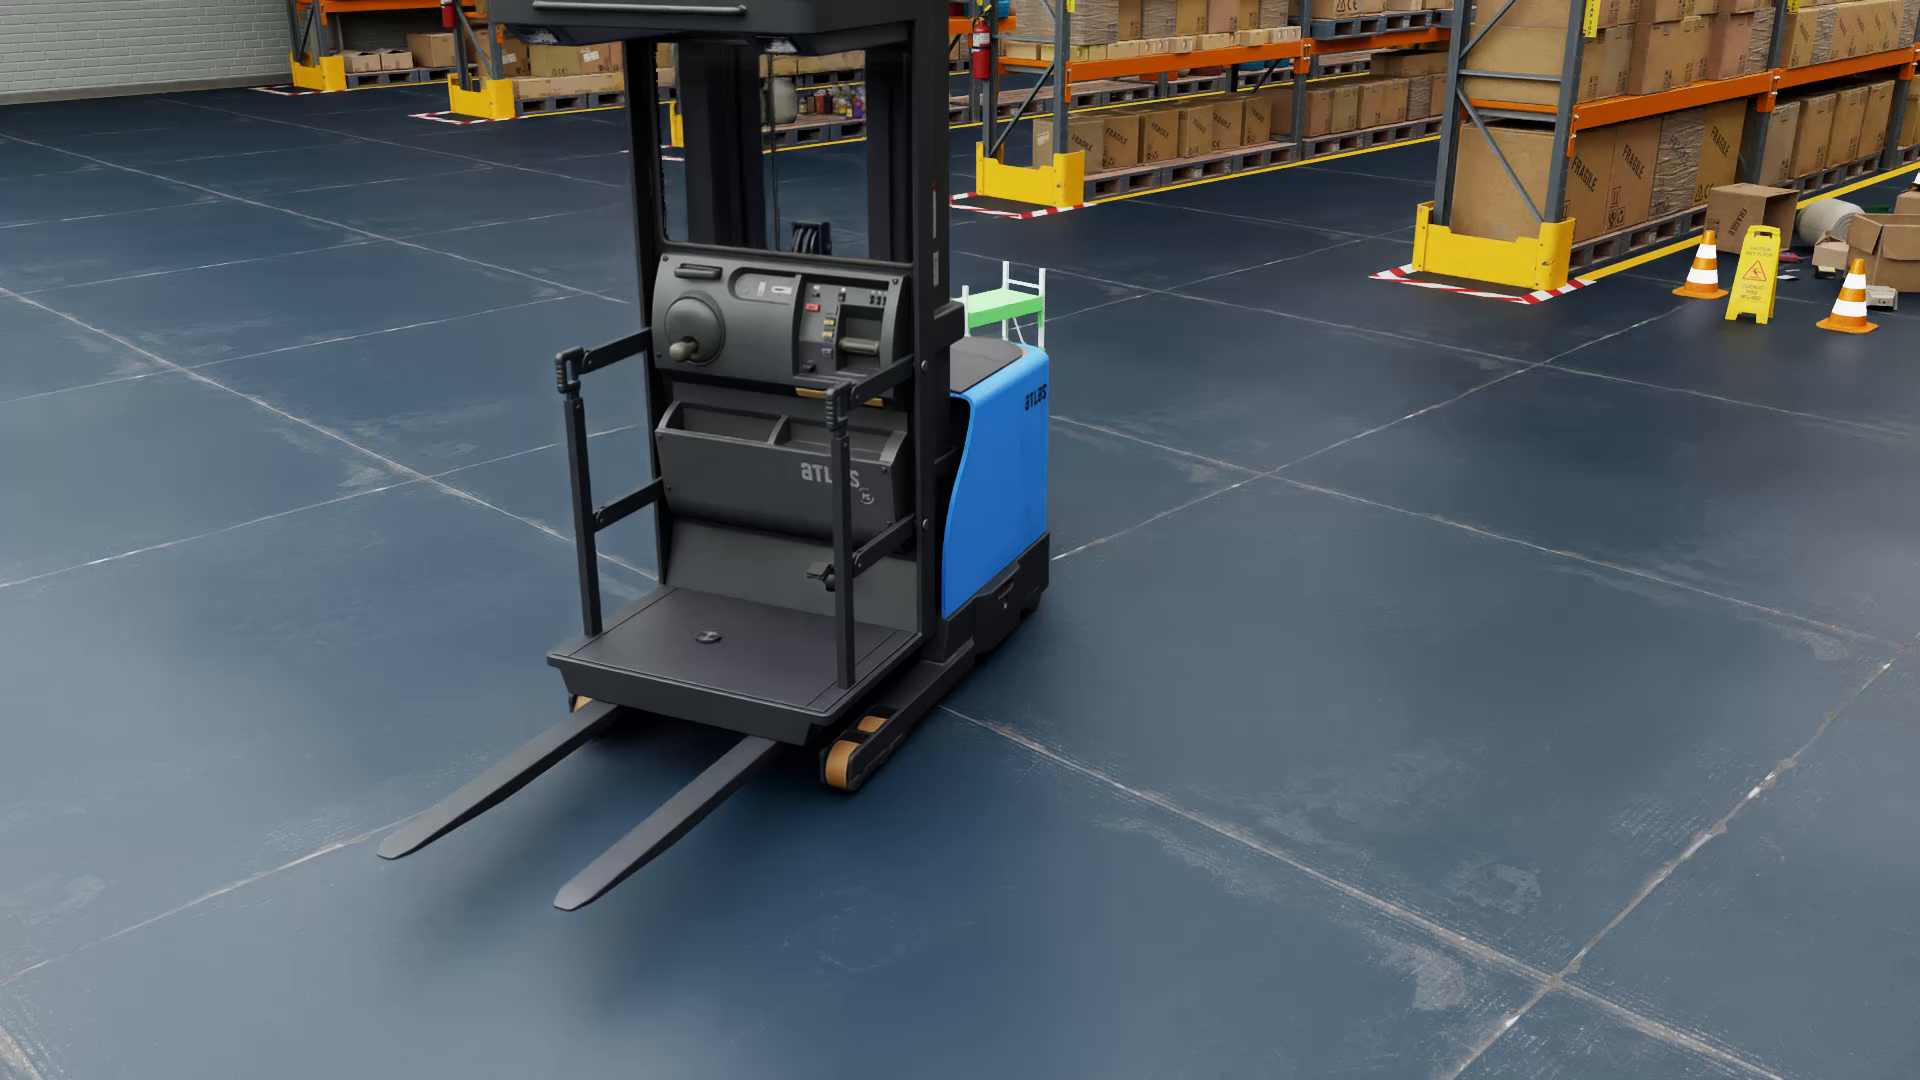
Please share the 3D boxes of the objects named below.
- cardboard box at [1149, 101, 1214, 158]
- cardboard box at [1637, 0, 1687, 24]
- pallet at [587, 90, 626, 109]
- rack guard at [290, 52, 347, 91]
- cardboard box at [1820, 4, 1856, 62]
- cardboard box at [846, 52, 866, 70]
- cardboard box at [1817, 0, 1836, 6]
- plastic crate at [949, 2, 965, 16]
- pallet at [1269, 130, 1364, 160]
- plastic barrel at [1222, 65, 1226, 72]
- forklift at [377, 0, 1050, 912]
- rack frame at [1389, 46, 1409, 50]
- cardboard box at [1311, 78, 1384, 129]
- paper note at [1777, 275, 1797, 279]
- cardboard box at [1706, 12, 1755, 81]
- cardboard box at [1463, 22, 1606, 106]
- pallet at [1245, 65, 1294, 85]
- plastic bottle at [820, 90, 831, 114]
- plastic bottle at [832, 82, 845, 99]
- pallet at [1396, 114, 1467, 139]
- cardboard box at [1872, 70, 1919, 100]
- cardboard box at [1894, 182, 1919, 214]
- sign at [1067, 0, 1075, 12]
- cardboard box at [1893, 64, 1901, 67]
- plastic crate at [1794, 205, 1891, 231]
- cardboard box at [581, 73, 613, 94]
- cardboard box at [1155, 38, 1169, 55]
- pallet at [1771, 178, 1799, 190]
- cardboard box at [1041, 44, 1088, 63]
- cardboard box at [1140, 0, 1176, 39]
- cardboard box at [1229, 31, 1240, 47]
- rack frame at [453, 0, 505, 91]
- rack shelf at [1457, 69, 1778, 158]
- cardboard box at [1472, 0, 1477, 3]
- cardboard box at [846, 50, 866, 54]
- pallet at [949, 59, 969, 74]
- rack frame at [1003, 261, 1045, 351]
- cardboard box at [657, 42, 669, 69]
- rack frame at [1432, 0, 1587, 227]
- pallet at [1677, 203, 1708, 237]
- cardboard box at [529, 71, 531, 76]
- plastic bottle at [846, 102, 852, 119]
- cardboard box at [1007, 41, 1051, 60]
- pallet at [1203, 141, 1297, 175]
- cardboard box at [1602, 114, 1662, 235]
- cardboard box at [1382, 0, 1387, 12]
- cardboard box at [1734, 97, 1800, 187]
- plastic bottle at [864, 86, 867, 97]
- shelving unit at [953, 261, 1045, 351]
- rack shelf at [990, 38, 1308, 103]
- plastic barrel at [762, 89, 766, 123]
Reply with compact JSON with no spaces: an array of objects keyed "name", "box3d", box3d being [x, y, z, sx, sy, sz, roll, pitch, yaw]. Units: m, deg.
[{"name":"cardboard box","box3d":[2.331,-4.351,17.613,0.500,0.500,0.500,16,26,36]},{"name":"cardboard box","box3d":[5.195,-4.382,13.079,0.875,0.550,0.550,19,28,41]},{"name":"pallet","box3d":[-5.121,-6.413,23.965,1.003,0.211,1.213,19,28,41]},{"name":"rack guard","box3d":[-9.975,-7.287,25.836,1.175,0.500,0.348,19,28,41]},{"name":"cardboard box","box3d":[8.155,-4.848,15.868,0.500,0.500,0.500,19,28,40]},{"name":"cardboard box","box3d":[-1.797,-7.706,26.690,0.500,0.250,0.500,-19,28,-41]},{"name":"cardboard box","box3d":[7.945,-5.381,15.860,0.700,0.500,0.500,20,28,41]},{"name":"plastic crate","box3d":[-0.020,-7.214,22.073,0.402,0.464,0.583,19,28,41]},{"name":"pallet","box3d":[3.952,-4.642,19.358,1.003,0.211,1.213,19,28,41]},{"name":"plastic barrel","box3d":[4.098,-7.634,26.136,0.421,0.512,0.421,0,21,0]},{"name":"forklift","box3d":[-0.705,-0.723,5.370,1.130,2.935,3.031,9,23,23]},{"name":"rack frame","box3d":[8.232,-10.067,29.586,1.000,3.000,0.127,19,28,41]},{"name":"cardboard box","box3d":[4.590,-5.196,19.783,0.700,0.500,0.500,16,26,36]},{"name":"paper note","box3d":[6.384,-2.028,12.812,0.142,0.017,0.144,-10,23,-24]},{"name":"cardboard box","box3d":[6.277,-4.301,14.374,0.875,0.550,0.550,19,28,41]},{"name":"cardboard box","box3d":[4.329,-3.624,12.614,0.875,0.550,0.550,19,28,41]},{"name":"pallet","box3d":[4.874,-7.550,26.923,1.003,0.211,1.213,19,28,41]},{"name":"plastic bottle","box3d":[-1.690,-5.505,20.890,0.061,0.283,0.133,19,28,41]},{"name":"plastic bottle","box3d":[-1.557,-5.642,21.153,0.185,0.351,0.144,-19,28,-40]},{"name":"pallet","box3d":[5.654,-5.269,20.989,1.003,0.211,1.213,19,28,41]},{"name":"cardboard box","box3d":[10.338,-5.000,18.256,0.500,0.250,0.500,18,27,38]},{"name":"cardboard box","box3d":[7.777,-2.460,13.085,0.797,0.637,0.503,19,28,41]},{"name":"sign","box3d":[1.008,-4.983,15.152,0.100,0.325,0.005,19,28,41]},{"name":"cardboard box","box3d":[10.683,-5.384,19.255,0.500,0.250,0.500,-19,28,-41]},{"name":"plastic crate","box3d":[7.710,-2.818,14.563,0.662,0.188,0.450,-6,12,-15]},{"name":"cardboard box","box3d":[-5.247,-6.448,23.416,0.500,0.250,0.500,19,28,41]},{"name":"cardboard box","box3d":[1.856,-4.934,16.581,0.380,0.149,0.250,19,28,41]},{"name":"pallet","box3d":[7.377,-3.391,16.104,1.003,0.211,1.213,19,28,41]},{"name":"cardboard box","box3d":[0.989,-4.611,15.741,0.380,0.149,0.250,19,28,41]},{"name":"cardboard box","box3d":[1.665,-5.311,16.658,0.875,0.500,0.500,19,28,41]},{"name":"cardboard box","box3d":[2.708,-5.263,17.435,0.380,0.149,0.250,19,28,41]},{"name":"rack frame","box3d":[-6.476,-7.195,22.114,1.000,3.000,0.127,19,28,41]},{"name":"rack shelf","box3d":[5.498,-3.626,13.830,1.077,0.370,4.000,19,28,41]},{"name":"cardboard box","box3d":[6.734,-6.875,21.141,0.500,0.500,0.500,-19,28,-40]},{"name":"cardboard box","box3d":[-1.796,-7.965,26.583,0.500,0.311,0.500,19,28,40]},{"name":"pallet","box3d":[-0.347,-8.133,28.439,1.003,0.211,1.213,19,28,41]},{"name":"rack frame","box3d":[0.286,-0.665,7.633,0.240,1.200,0.015,19,28,41]},{"name":"cardboard box","box3d":[-4.556,-7.057,23.956,0.500,0.500,0.500,19,28,41]},{"name":"rack frame","box3d":[4.102,-3.448,12.363,1.000,3.000,0.127,19,28,41]},{"name":"pallet","box3d":[6.306,-2.998,15.081,1.003,0.211,1.213,19,28,41]},{"name":"cardboard box","box3d":[-5.973,-6.451,23.425,0.500,0.250,0.500,19,28,41]},{"name":"plastic bottle","box3d":[-1.369,-5.268,20.388,0.097,0.201,0.097,0,21,0]},{"name":"cardboard box","box3d":[0.670,-4.723,16.031,0.380,0.149,0.250,19,28,41]},{"name":"pallet","box3d":[2.966,-4.260,18.364,1.003,0.211,1.213,19,28,41]},{"name":"cardboard box","box3d":[5.141,-3.069,13.755,0.875,0.875,0.875,19,28,40]},{"name":"cardboard box","box3d":[4.553,-6.456,19.461,0.637,0.503,0.797,-17,27,-37]},{"name":"cardboard box","box3d":[7.261,-3.804,15.840,1.050,0.750,0.750,19,28,40]},{"name":"plastic bottle","box3d":[-1.207,-5.715,21.453,0.097,0.271,0.097,0,21,0]},{"name":"shelving unit","box3d":[0.115,-0.603,7.470,0.258,1.200,0.503,19,28,41]},{"name":"rack shelf","box3d":[2.014,-4.893,17.127,1.077,0.370,4.000,19,28,41]},{"name":"plastic barrel","box3d":[-2.525,-5.178,19.747,0.421,0.512,0.421,0,21,0]}]
